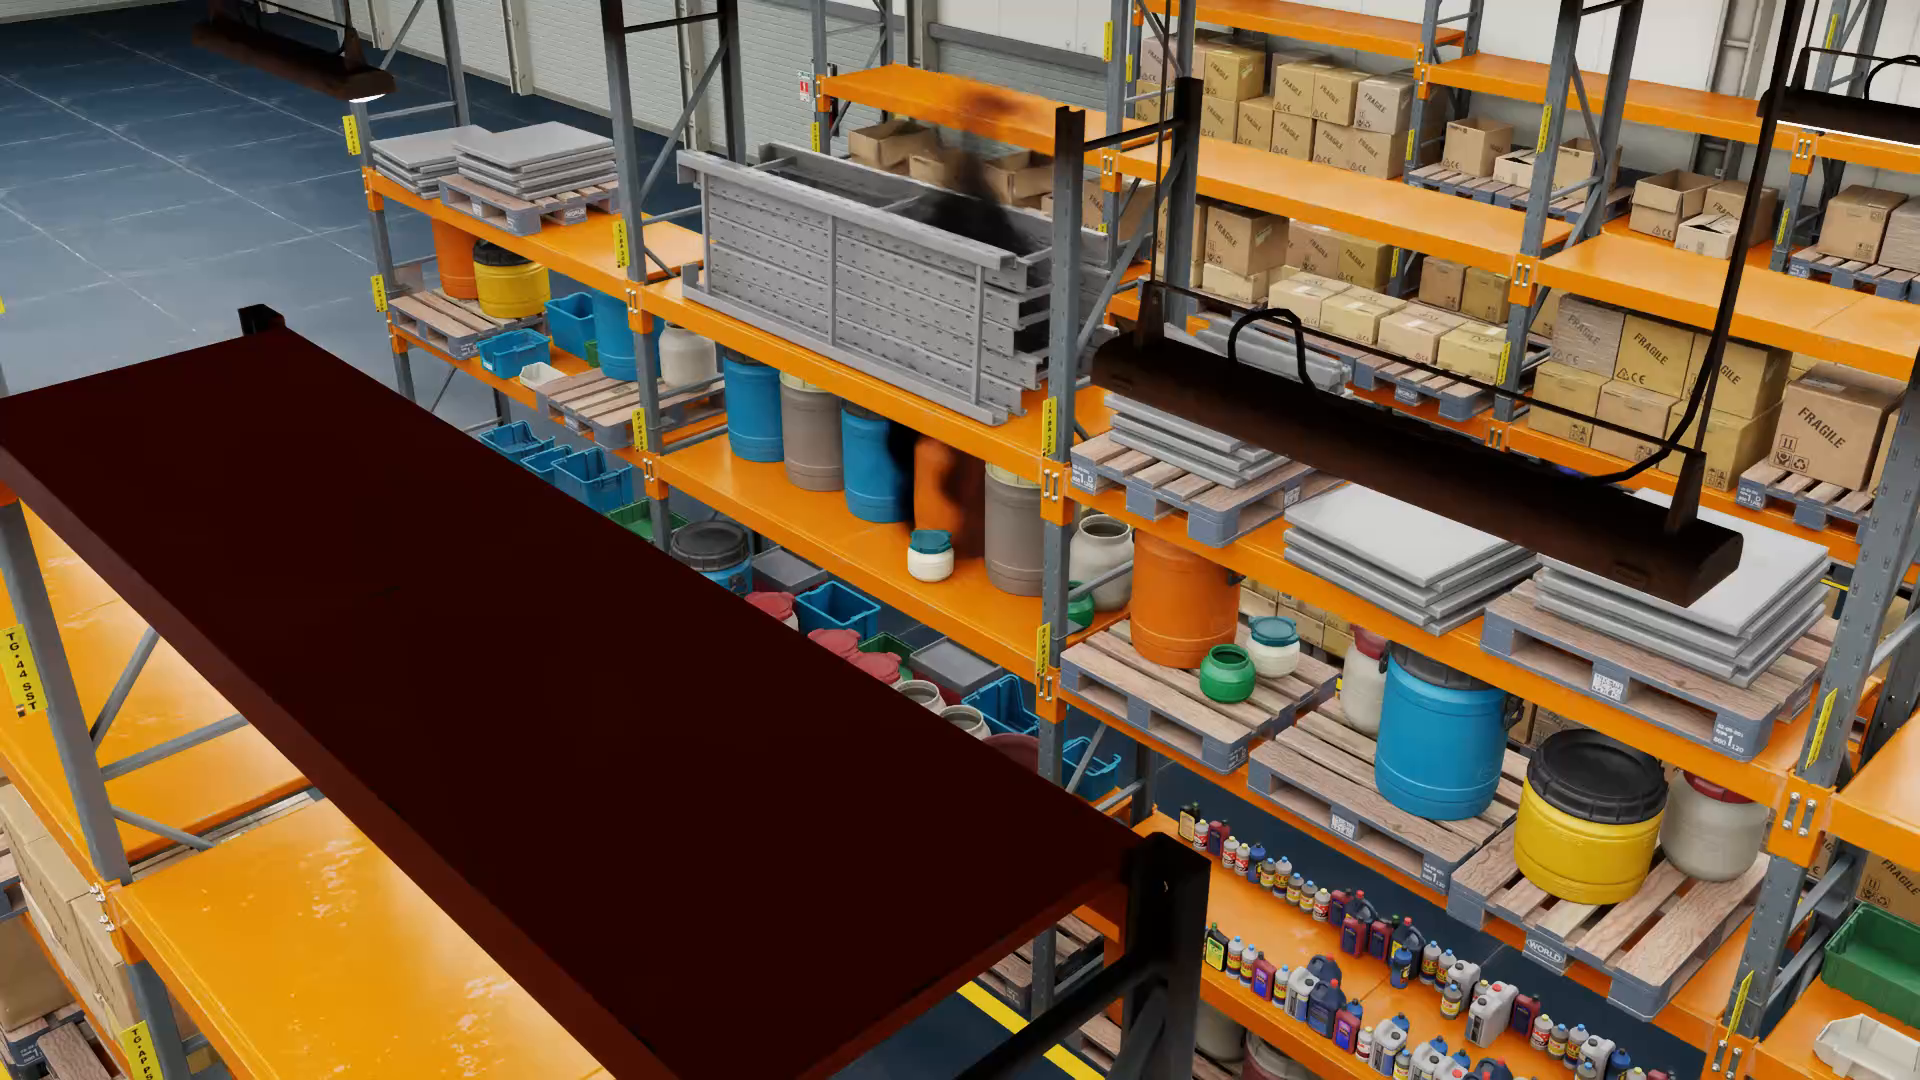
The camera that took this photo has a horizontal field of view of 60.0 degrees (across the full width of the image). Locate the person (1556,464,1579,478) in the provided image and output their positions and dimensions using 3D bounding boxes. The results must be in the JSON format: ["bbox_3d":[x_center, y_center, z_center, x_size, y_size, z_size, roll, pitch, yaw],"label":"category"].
[{"bbox_3d":[5.499,-0.219,15.575,0.554,1.617,0.569,24,37,37],"label":"person"}]
